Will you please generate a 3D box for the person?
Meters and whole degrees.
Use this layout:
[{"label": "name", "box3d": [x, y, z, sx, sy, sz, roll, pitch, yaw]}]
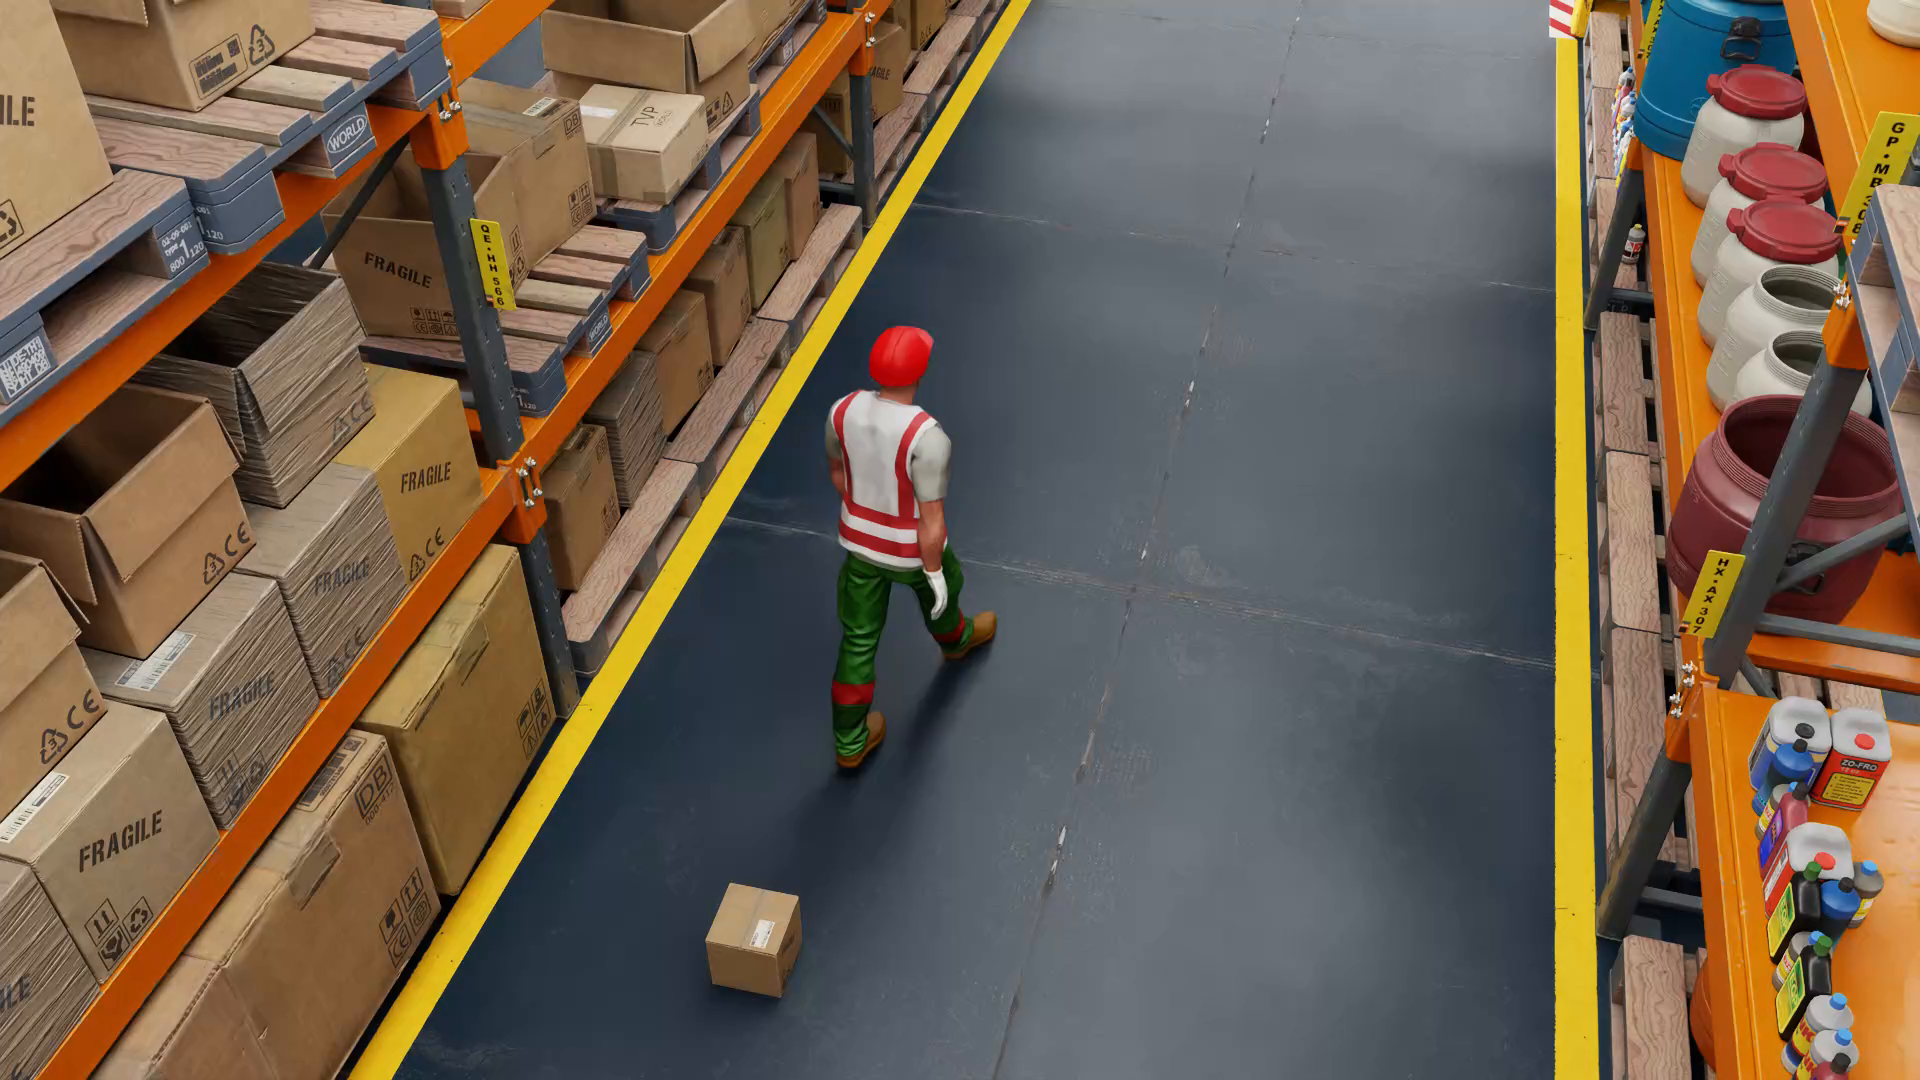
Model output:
[{"label": "person", "box3d": [-0.215, -0.053, 6.188, 0.577, 1.721, 1.013, 17, 44, 19]}]
